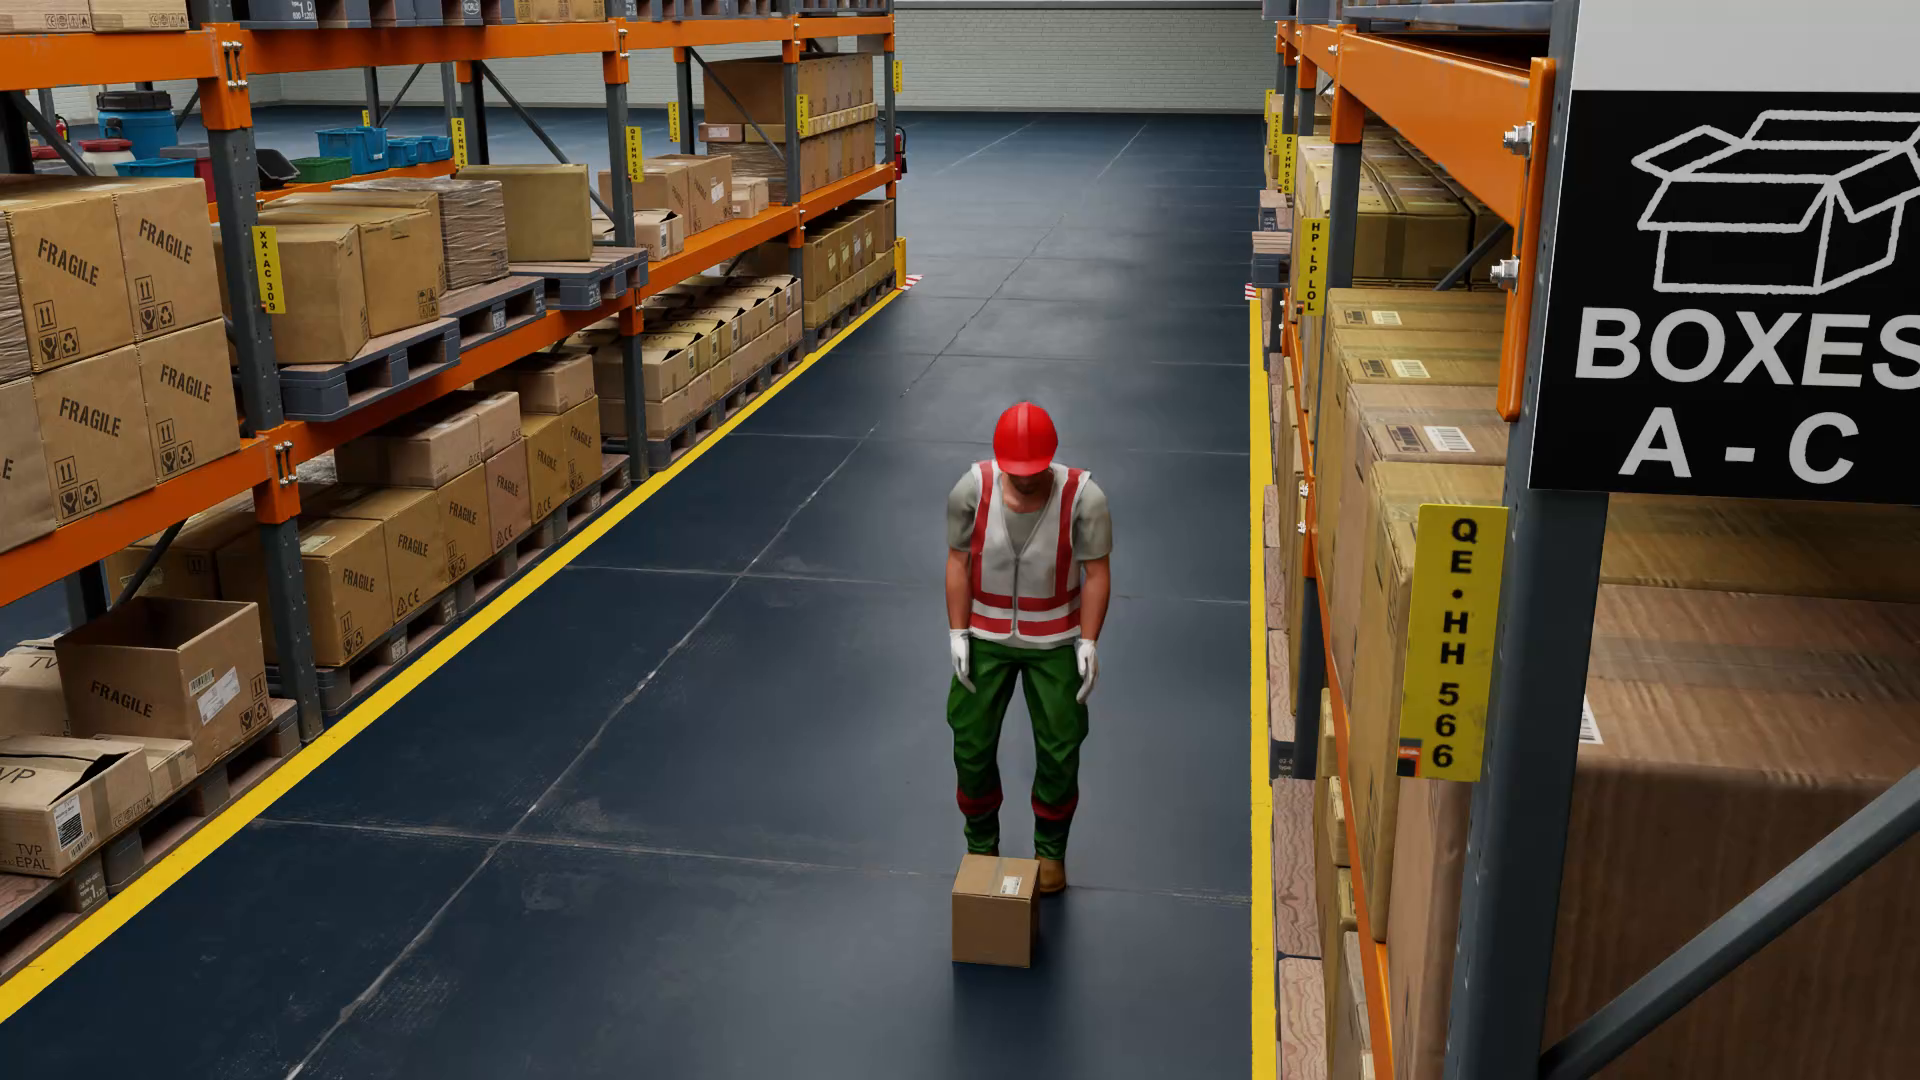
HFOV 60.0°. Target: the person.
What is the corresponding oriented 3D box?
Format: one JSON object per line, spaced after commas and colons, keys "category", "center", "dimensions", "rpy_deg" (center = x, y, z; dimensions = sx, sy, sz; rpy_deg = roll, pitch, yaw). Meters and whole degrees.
{"category": "person", "center": [0.219, 0.358, 5.522], "dimensions": [0.549, 1.712, 0.496], "rpy_deg": [3, 18, 10]}
